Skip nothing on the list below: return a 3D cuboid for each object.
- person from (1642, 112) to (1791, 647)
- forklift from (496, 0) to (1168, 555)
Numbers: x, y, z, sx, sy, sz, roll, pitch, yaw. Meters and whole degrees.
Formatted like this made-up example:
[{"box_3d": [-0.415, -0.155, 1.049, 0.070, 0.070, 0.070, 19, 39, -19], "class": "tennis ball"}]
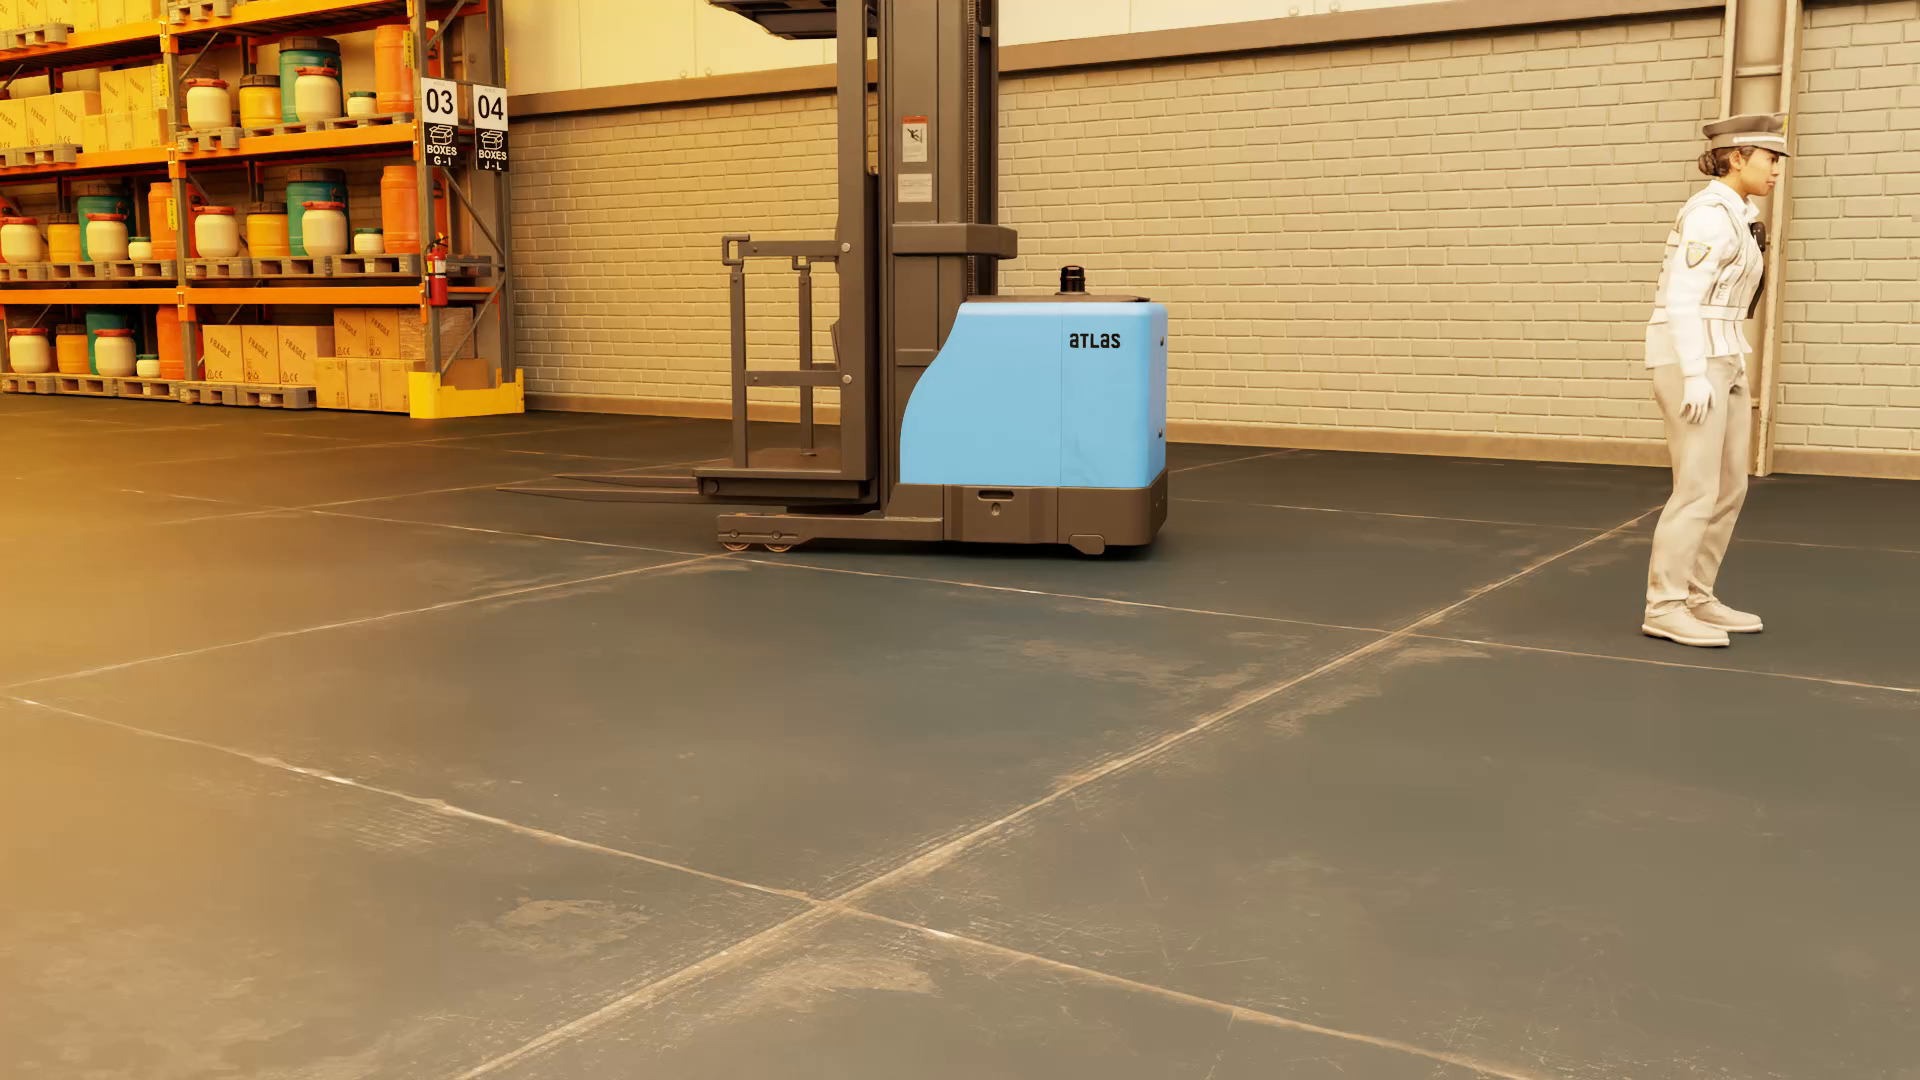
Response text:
[{"box_3d": [2.423, -0.520, 5.368, 0.374, 1.661, 0.535, 7, 11, 40], "class": "person"}, {"box_3d": [-0.596, -1.469, 7.520, 3.031, 2.935, 1.130, 2, 8, 12], "class": "forklift"}]
